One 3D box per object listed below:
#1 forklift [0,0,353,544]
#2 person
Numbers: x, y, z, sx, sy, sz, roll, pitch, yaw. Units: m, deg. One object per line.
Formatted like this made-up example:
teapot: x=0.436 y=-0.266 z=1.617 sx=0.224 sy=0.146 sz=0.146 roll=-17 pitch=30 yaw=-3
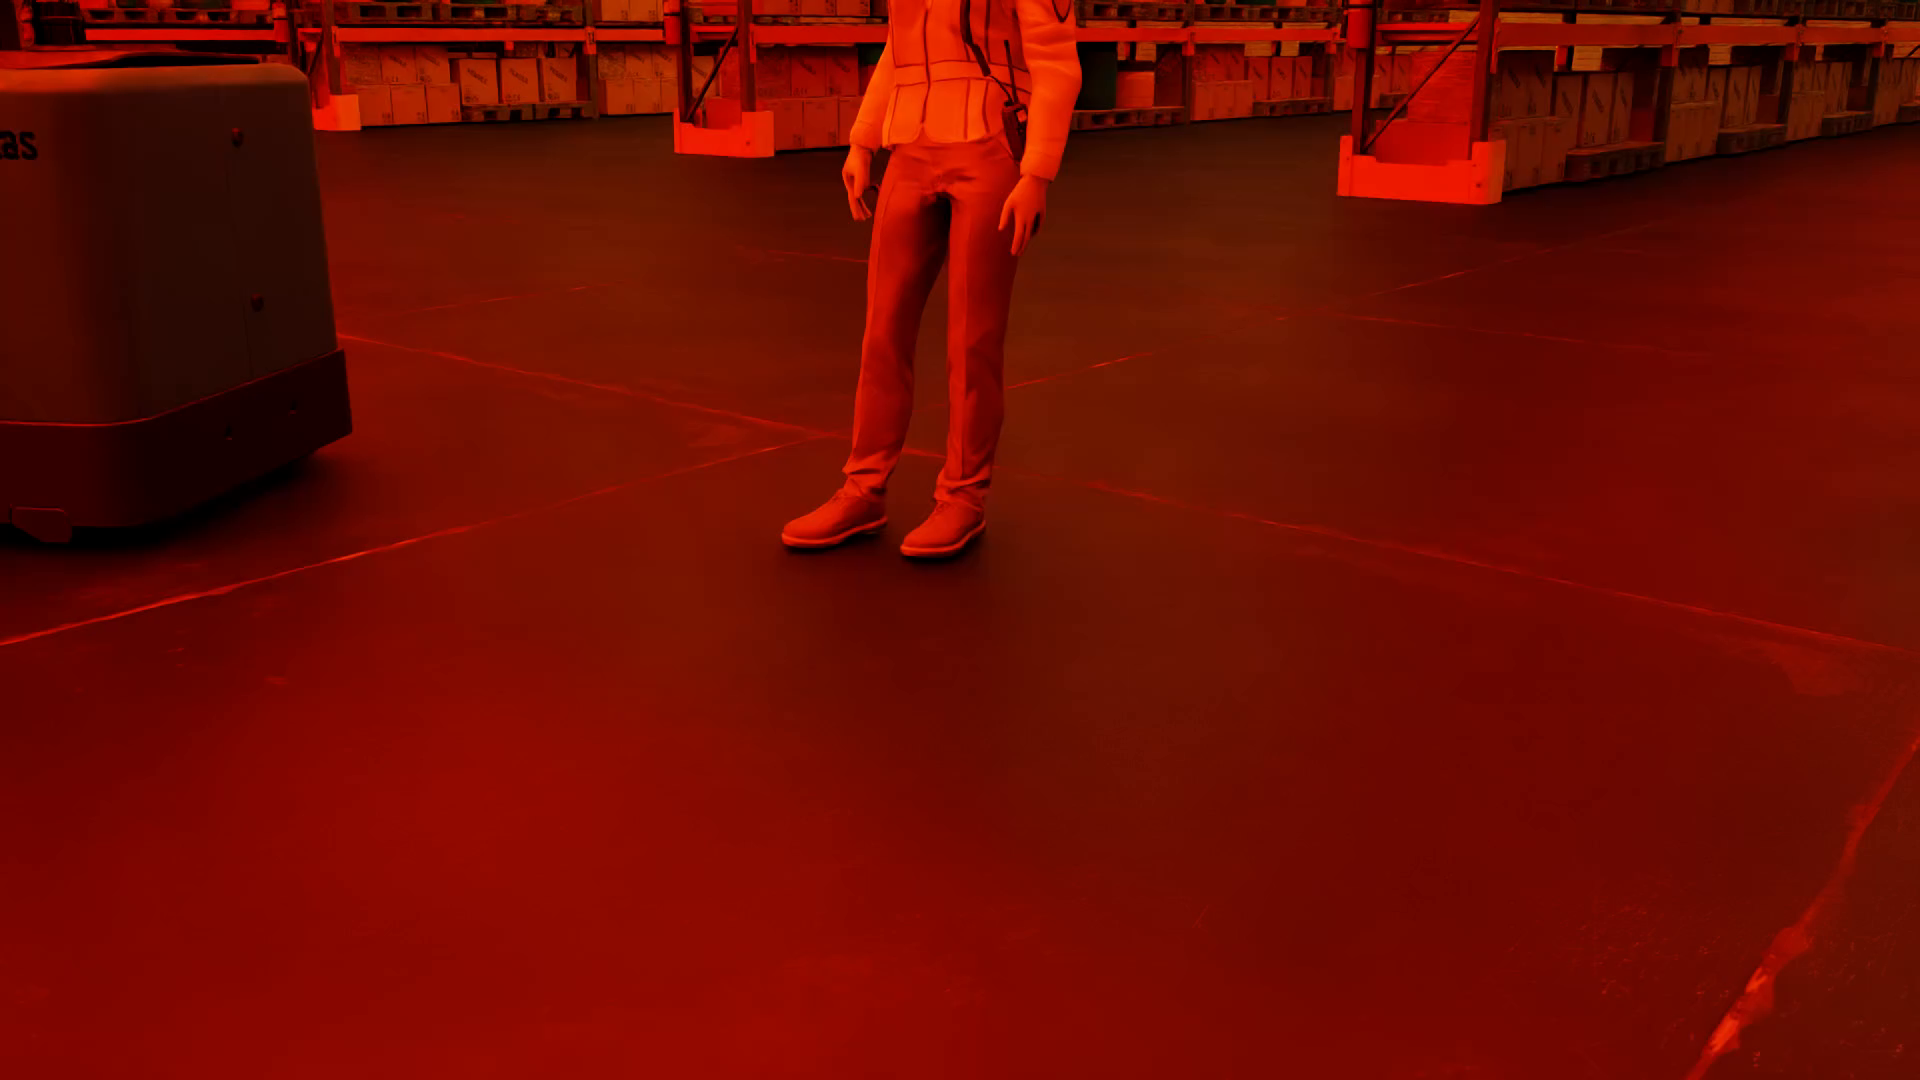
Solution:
forklift: x=-3.274 y=-1.570 z=4.069 sx=3.031 sy=2.935 sz=1.130 roll=2 pitch=17 yaw=8
person: x=-0.049 y=-0.803 z=3.647 sx=0.587 sy=1.694 sz=0.530 roll=13 pitch=21 yaw=37
